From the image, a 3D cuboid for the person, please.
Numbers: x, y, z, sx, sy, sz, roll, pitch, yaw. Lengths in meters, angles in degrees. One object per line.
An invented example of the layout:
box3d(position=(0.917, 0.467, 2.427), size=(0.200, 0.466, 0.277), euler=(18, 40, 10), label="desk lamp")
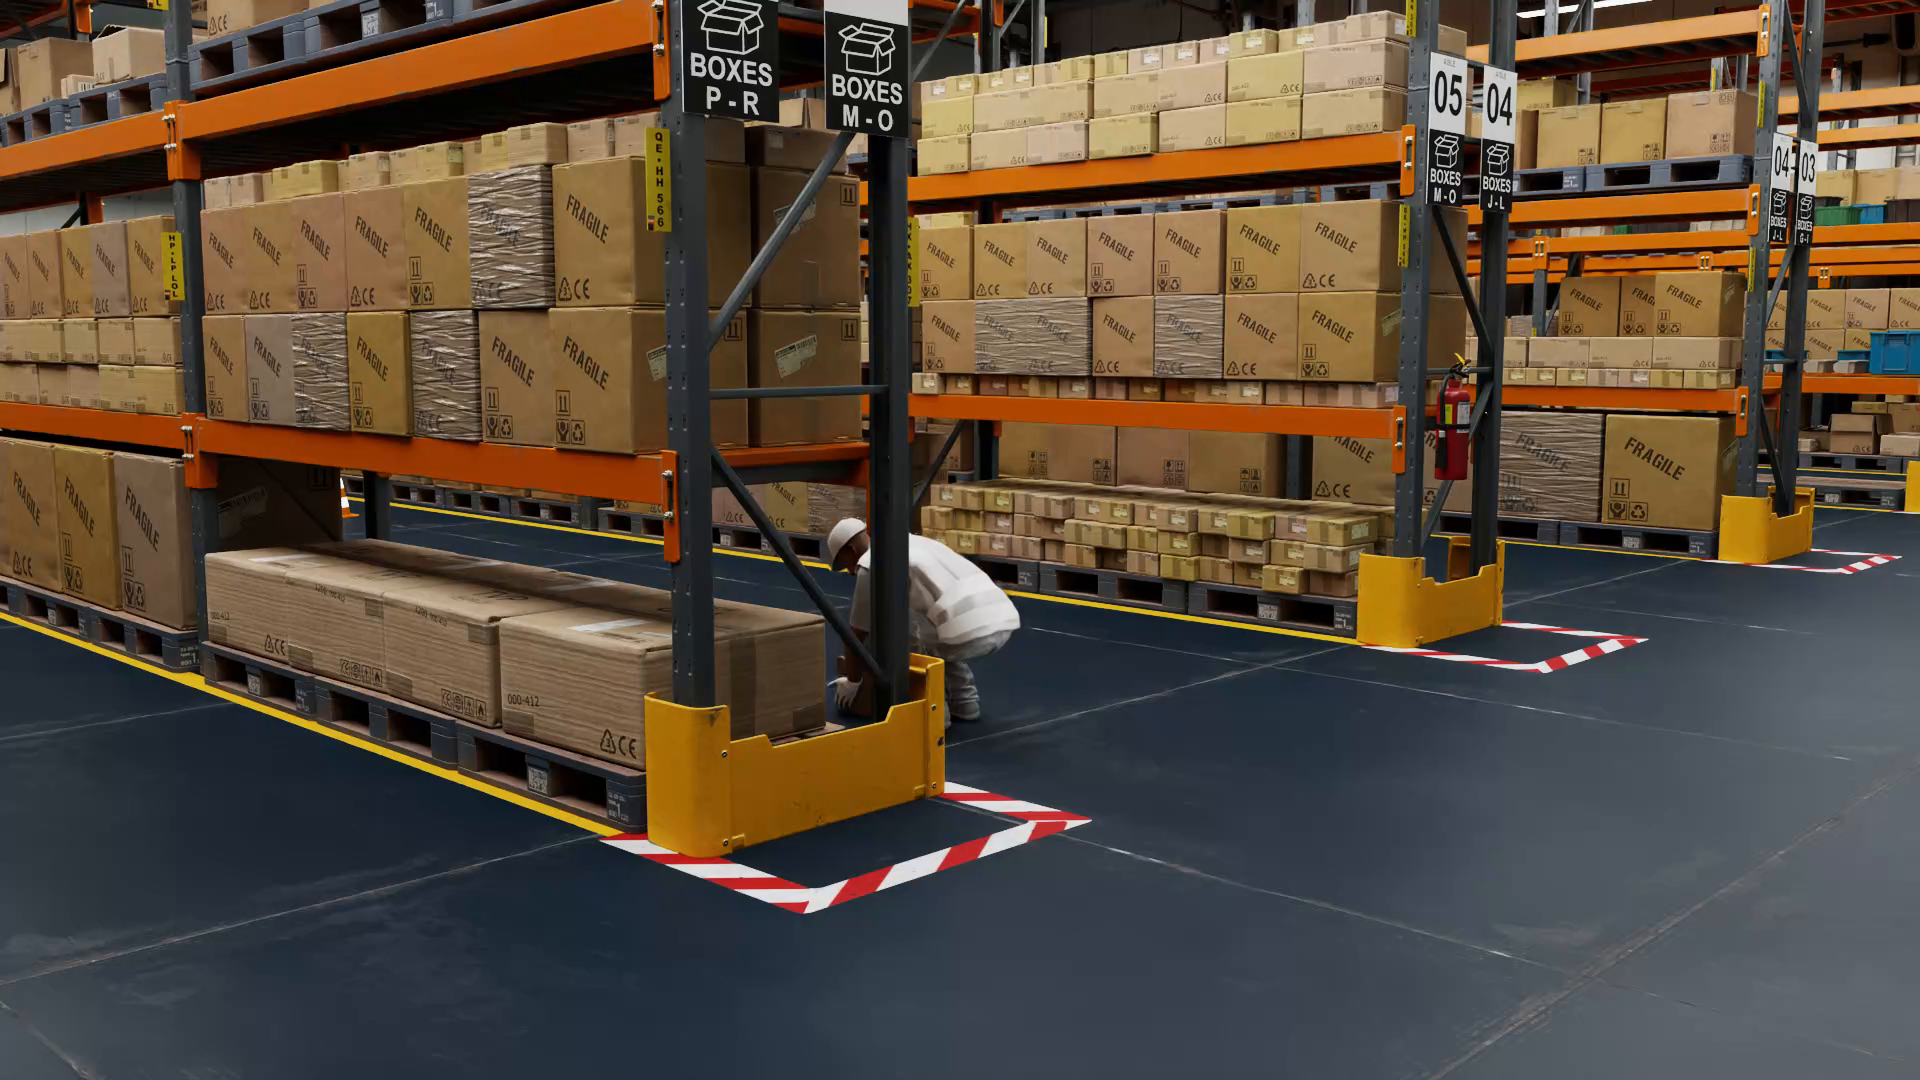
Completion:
box3d(position=(-0.193, 0.365, 7.395), size=(0.901, 0.892, 0.571), euler=(5, 9, 36), label="person")
